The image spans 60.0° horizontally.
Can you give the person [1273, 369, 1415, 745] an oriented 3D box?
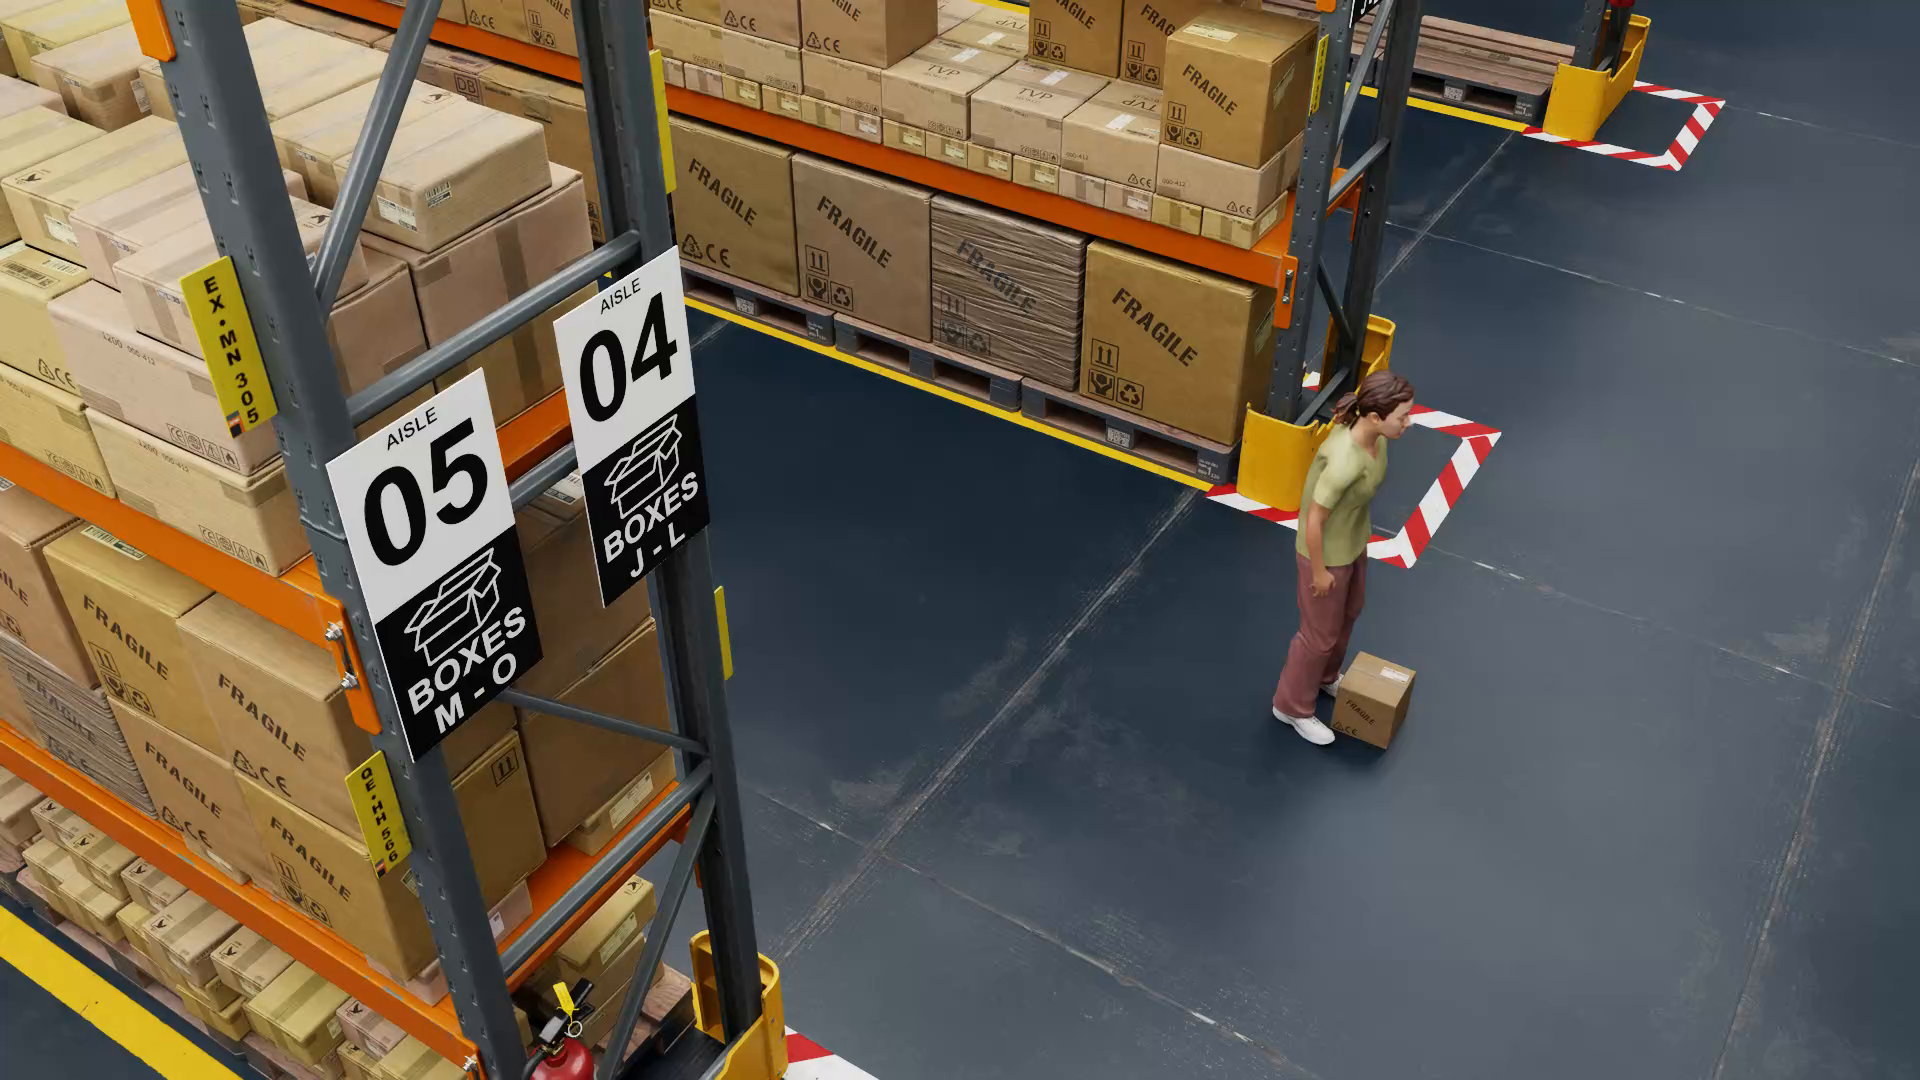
[{"bbox_3d":[1.521,0.036,6.635,0.353,1.673,0.501,21,43,25],"label":"person"}]
